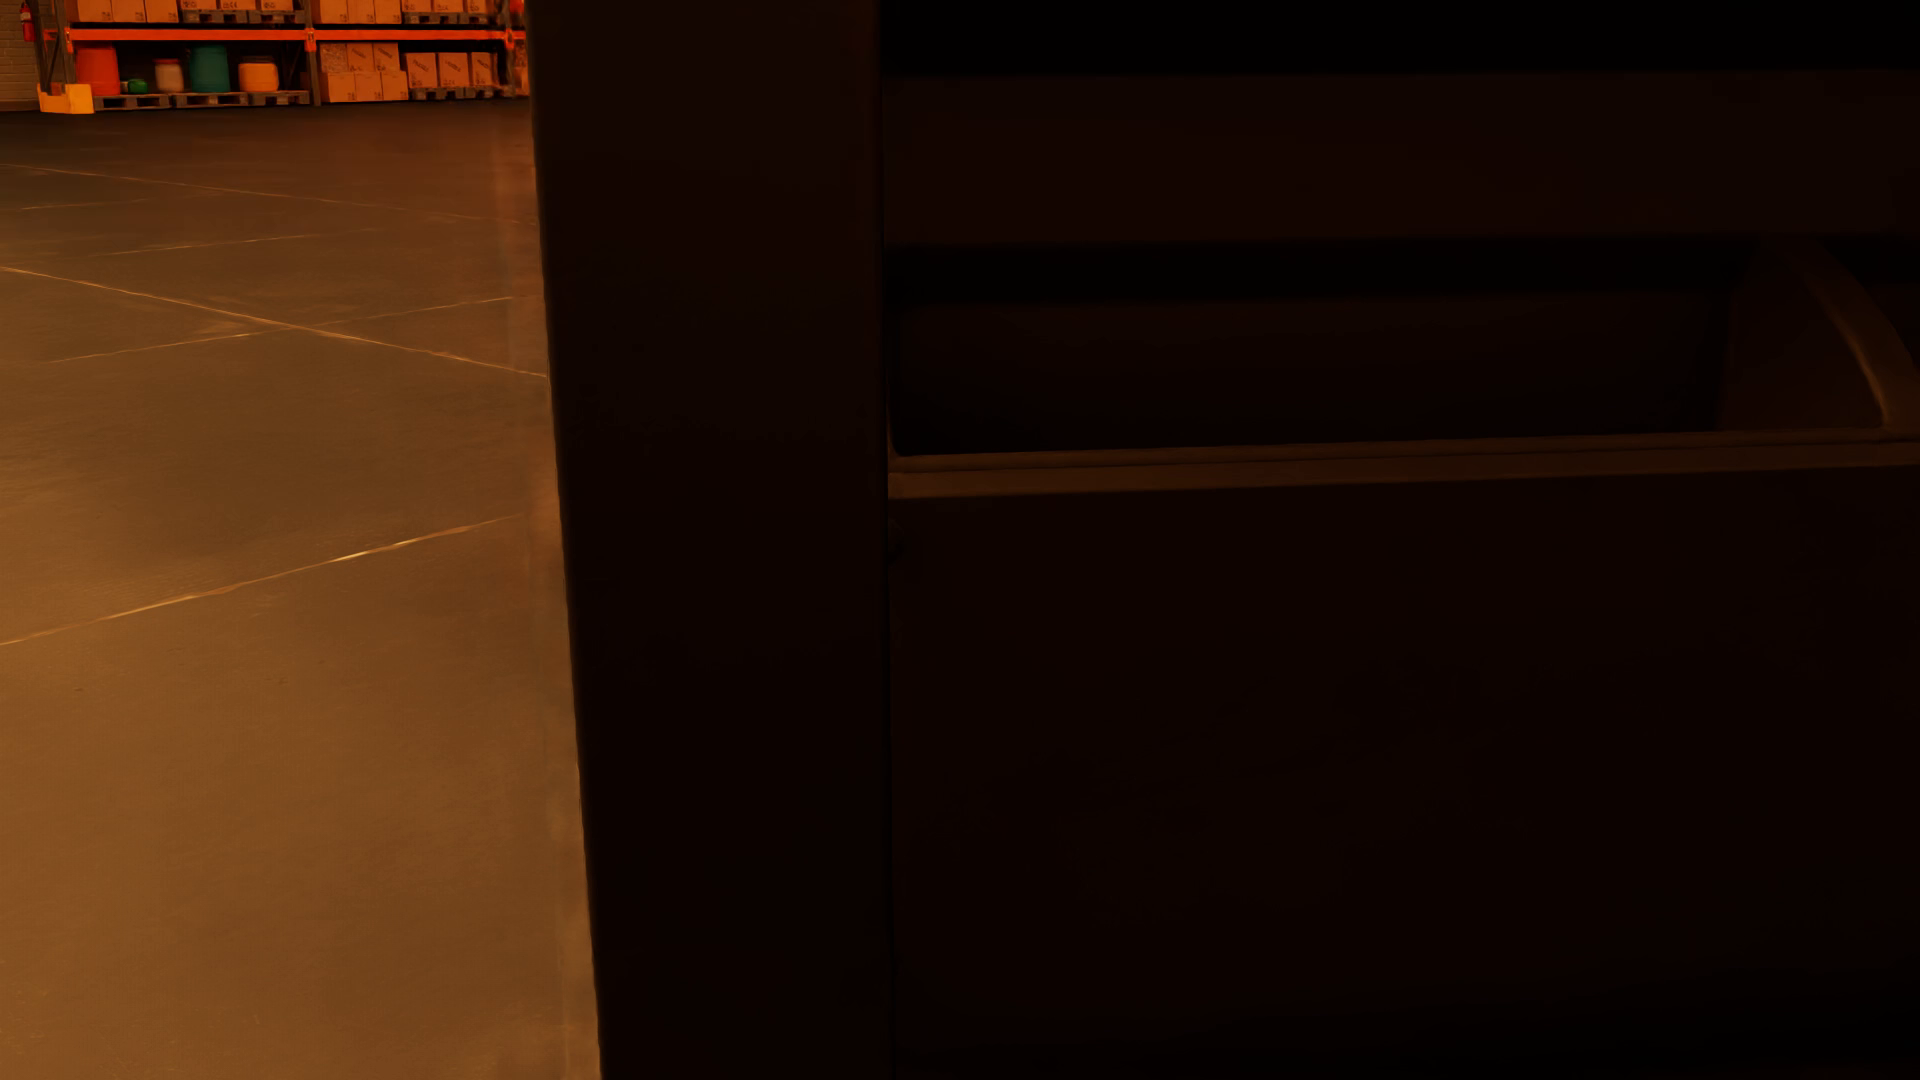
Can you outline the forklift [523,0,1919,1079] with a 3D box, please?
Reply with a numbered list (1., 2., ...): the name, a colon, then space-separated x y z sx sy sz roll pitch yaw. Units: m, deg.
1. forklift: 0.428 -0.459 0.408 1.130 2.935 3.031 -2 17 -7
